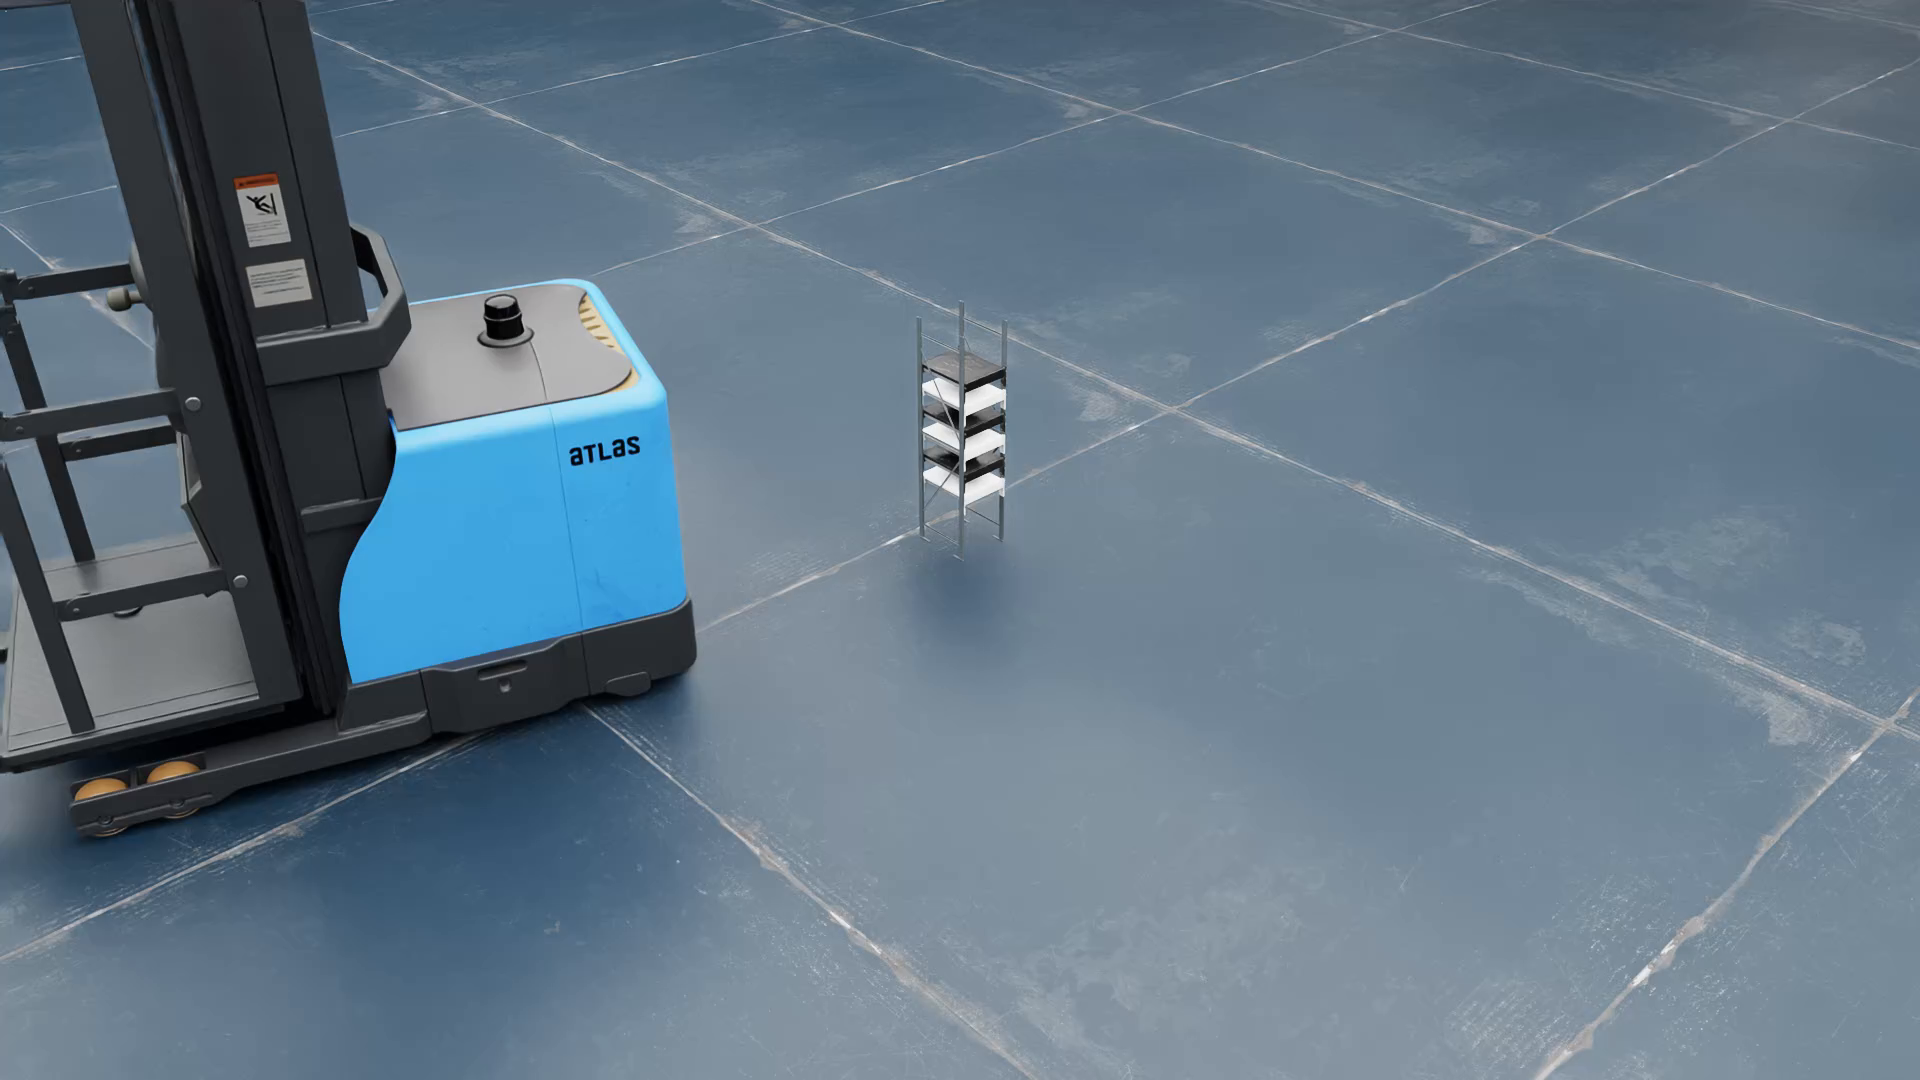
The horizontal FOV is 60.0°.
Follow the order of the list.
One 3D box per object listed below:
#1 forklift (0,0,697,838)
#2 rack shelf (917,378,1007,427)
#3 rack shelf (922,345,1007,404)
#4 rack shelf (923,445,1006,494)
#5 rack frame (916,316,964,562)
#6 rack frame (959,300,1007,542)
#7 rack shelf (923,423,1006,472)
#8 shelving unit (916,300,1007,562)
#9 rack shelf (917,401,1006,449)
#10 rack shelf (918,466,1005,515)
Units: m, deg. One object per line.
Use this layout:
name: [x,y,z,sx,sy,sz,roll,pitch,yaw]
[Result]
forklift: [-2.430,-0.703,4.589,3.031,2.935,1.130,-13,34,-20]
rack shelf: [0.006,-0.512,5.943,0.200,0.077,0.258,-26,40,-35]
rack shelf: [0.006,-0.589,5.896,0.200,0.077,0.258,-26,40,-35]
rack shelf: [0.006,-0.282,6.084,0.200,0.077,0.258,-26,40,-35]
rack frame: [-0.069,-0.351,5.961,0.006,0.900,0.240,-26,40,-35]
rack frame: [0.081,-0.423,6.079,0.006,0.900,0.240,-26,40,-35]
rack shelf: [0.006,-0.358,6.037,0.200,0.077,0.258,-26,40,-35]
shelving unit: [0.006,-0.387,6.020,0.210,0.900,0.258,-26,40,-35]
rack shelf: [0.006,-0.435,5.990,0.200,0.077,0.258,-26,40,-35]
rack shelf: [0.006,-0.205,6.131,0.200,0.077,0.258,-26,40,-35]
